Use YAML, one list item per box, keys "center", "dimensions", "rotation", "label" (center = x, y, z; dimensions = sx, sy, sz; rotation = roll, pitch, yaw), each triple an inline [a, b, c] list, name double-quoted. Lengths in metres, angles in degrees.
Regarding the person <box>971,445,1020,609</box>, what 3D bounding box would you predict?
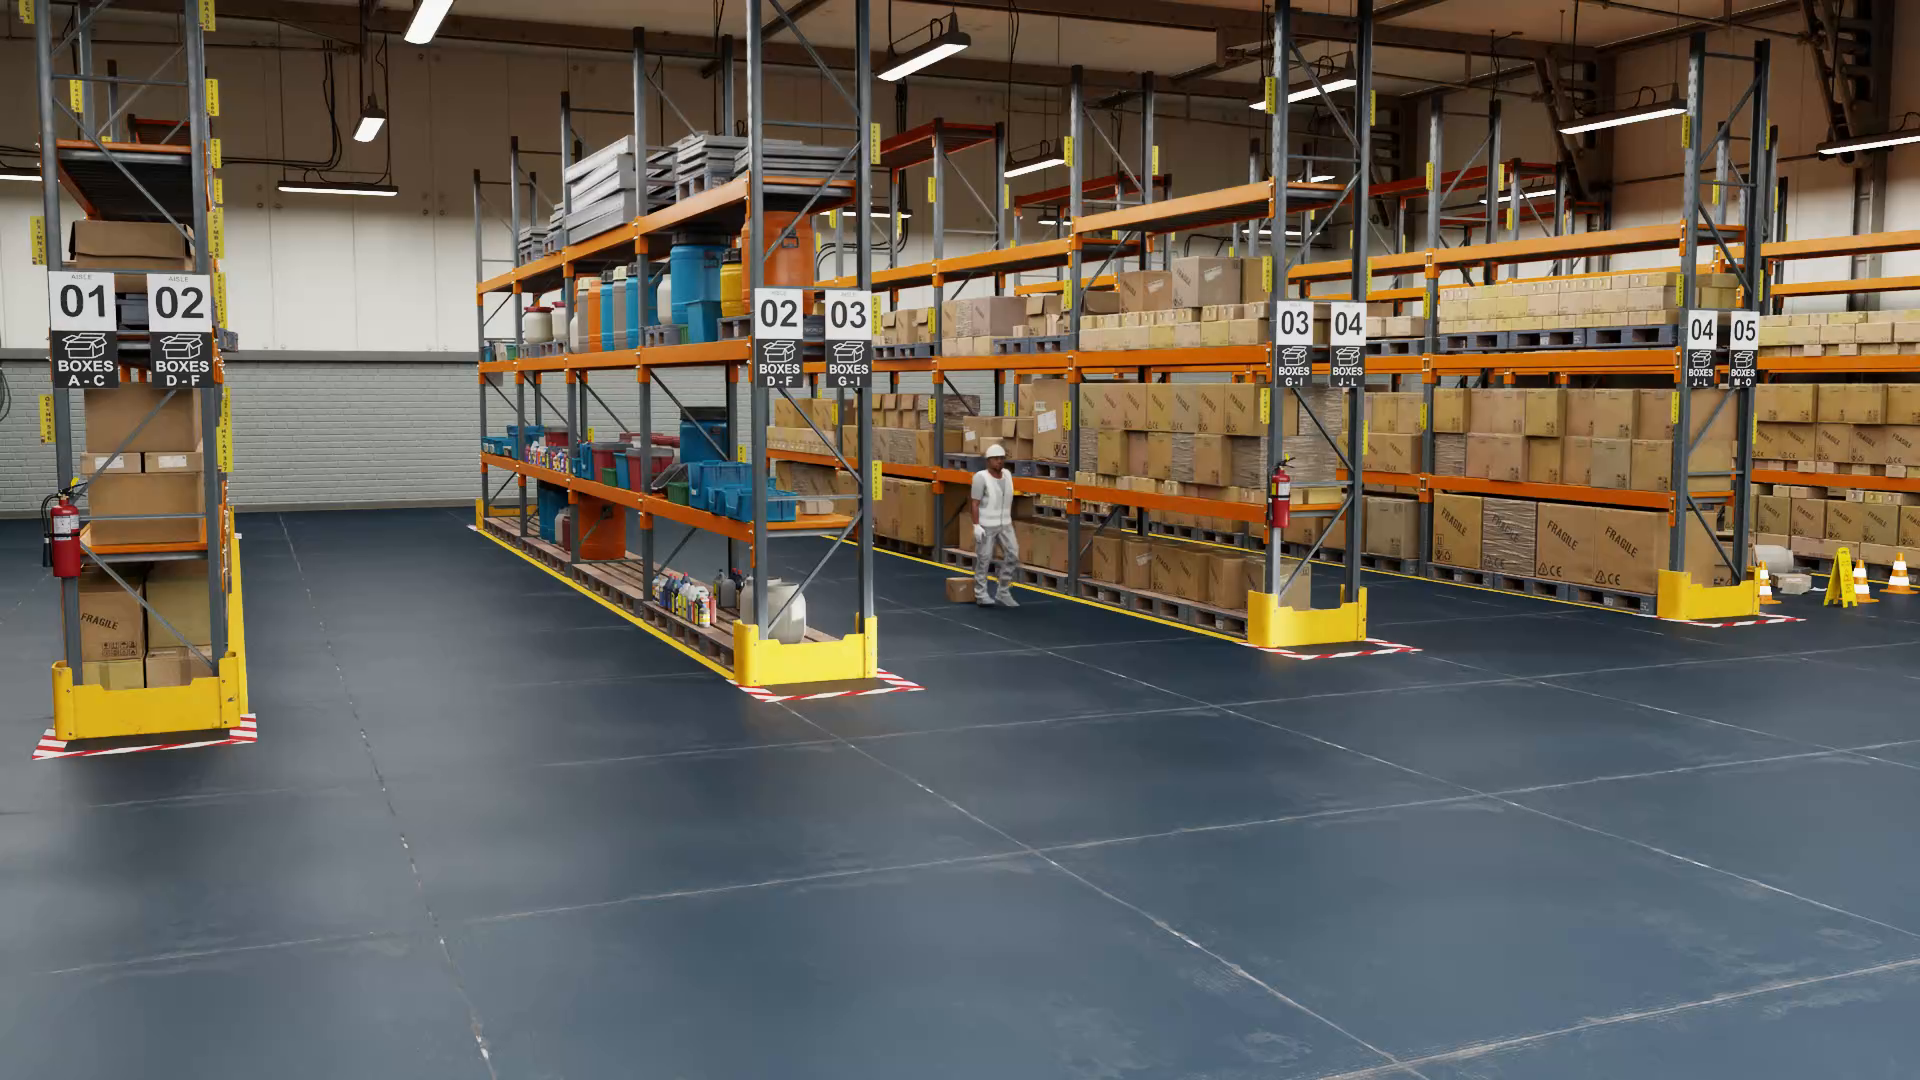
- center: [0.350, -0.146, 18.126]
  dimensions: [0.594, 1.792, 0.526]
  rotation: [-3, 6, -32]
  label: "person"
